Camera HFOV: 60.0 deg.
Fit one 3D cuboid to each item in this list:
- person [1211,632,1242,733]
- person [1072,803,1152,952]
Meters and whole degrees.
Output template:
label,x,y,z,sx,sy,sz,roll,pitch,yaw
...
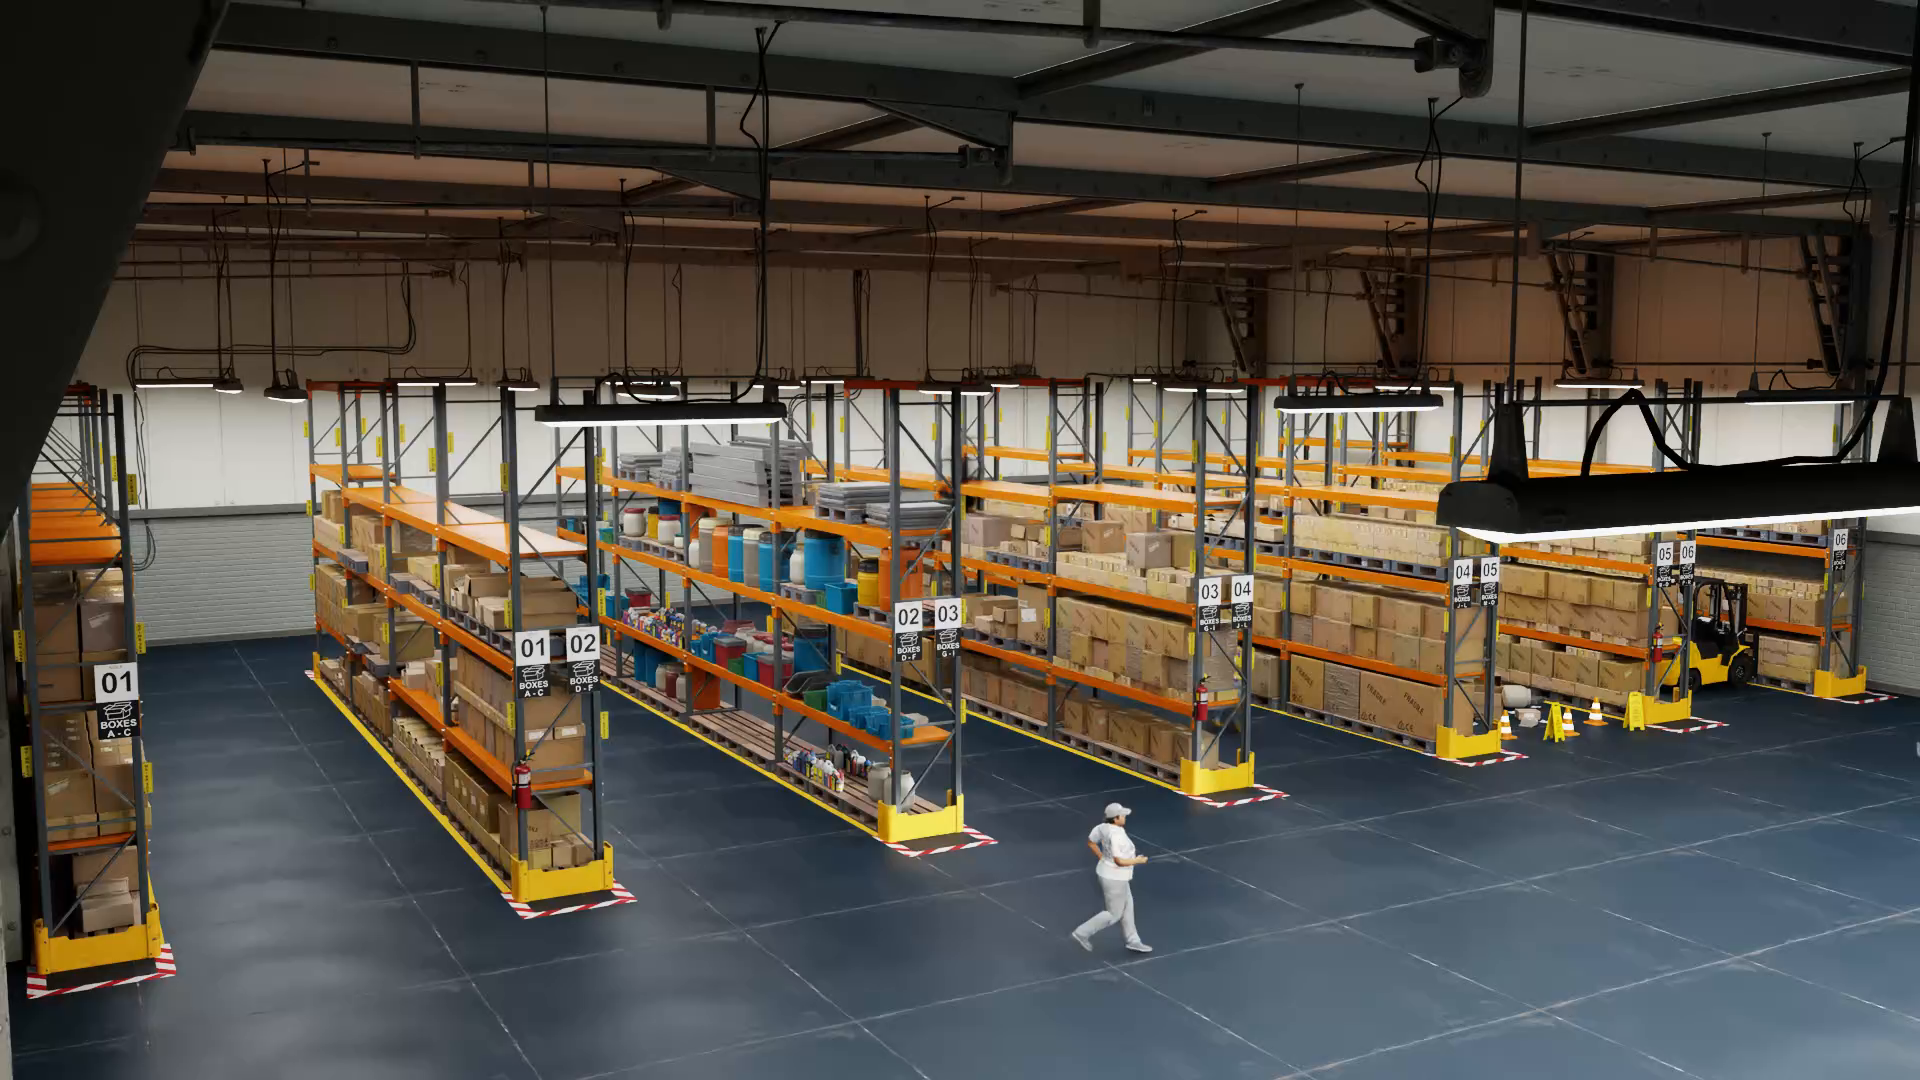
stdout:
label,x,y,z,sx,sy,sz,roll,pitch,yaw
person,4.662,2.435,28.554,0.724,1.848,0.757,-5,8,-38
person,1.629,3.621,17.704,0.920,1.667,0.589,-1,6,-10
